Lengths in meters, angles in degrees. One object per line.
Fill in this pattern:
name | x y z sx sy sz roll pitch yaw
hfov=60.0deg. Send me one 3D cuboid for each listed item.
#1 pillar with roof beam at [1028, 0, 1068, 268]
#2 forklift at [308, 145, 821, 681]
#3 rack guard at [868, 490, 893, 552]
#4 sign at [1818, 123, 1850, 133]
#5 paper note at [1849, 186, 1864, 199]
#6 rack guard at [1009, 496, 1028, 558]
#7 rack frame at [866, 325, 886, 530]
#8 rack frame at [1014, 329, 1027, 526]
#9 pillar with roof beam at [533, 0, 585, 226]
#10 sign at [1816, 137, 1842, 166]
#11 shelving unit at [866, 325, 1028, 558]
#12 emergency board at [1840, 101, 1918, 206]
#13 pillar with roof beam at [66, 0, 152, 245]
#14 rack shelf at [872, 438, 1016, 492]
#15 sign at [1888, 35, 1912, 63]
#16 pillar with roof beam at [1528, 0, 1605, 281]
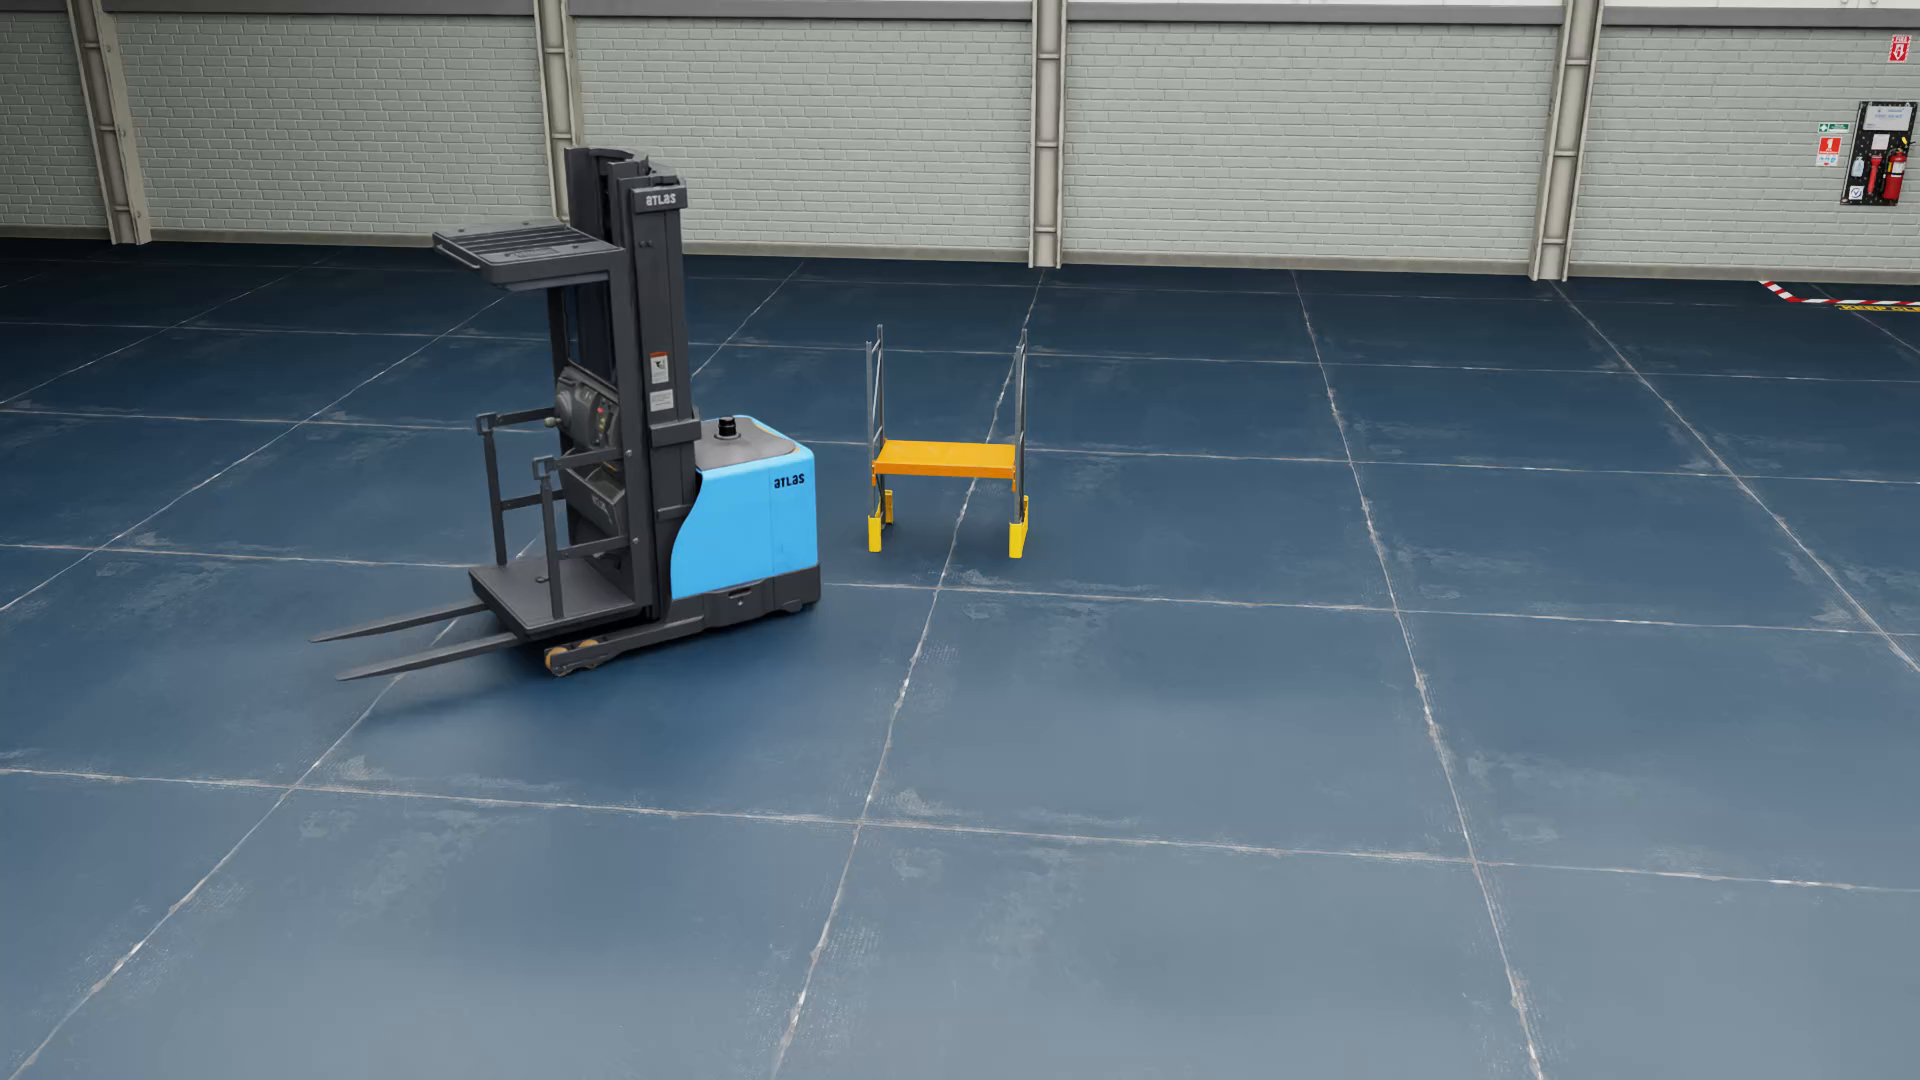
pillar with roof beam | 0.546 -6.004 14.888 0.400 9.000 9.100 2 22 6
forklift | -2.417 -0.776 9.915 3.031 2.935 1.130 -14 25 -31
rack guard | -0.570 -0.141 11.957 0.087 0.250 0.587 2 22 6
sign | 9.986 -4.709 19.002 0.331 0.109 0.001 2 22 6
paper note | 10.352 -4.011 19.204 0.142 0.148 0.016 2 22 6
rack guard | 0.419 -0.098 11.848 0.087 0.250 0.587 2 22 6
rack frame | -0.590 -0.723 11.729 0.032 1.500 0.500 2 22 6
rack frame | 0.420 -0.679 11.618 0.032 1.500 0.500 2 22 6
pillar with roof beam | -5.412 -6.264 15.545 0.400 9.000 9.100 2 22 6
sign | 9.983 -4.466 19.108 0.234 0.329 0.001 2 22 6
shelving unit | -0.076 -0.701 11.672 1.083 1.500 0.587 2 22 6
emergency board | 10.520 -4.388 18.959 0.643 1.169 0.194 2 22 6
pillar with roof beam | -11.370 -6.524 16.201 0.400 9.000 9.100 2 22 6
rack shelf | -0.085 -0.534 11.740 1.000 0.185 0.538 2 22 6
sign | 10.524 -5.503 18.626 0.199 0.298 0.001 2 22 6
pillar with roof beam | 6.504 -5.745 14.231 0.400 9.000 9.100 2 22 6
